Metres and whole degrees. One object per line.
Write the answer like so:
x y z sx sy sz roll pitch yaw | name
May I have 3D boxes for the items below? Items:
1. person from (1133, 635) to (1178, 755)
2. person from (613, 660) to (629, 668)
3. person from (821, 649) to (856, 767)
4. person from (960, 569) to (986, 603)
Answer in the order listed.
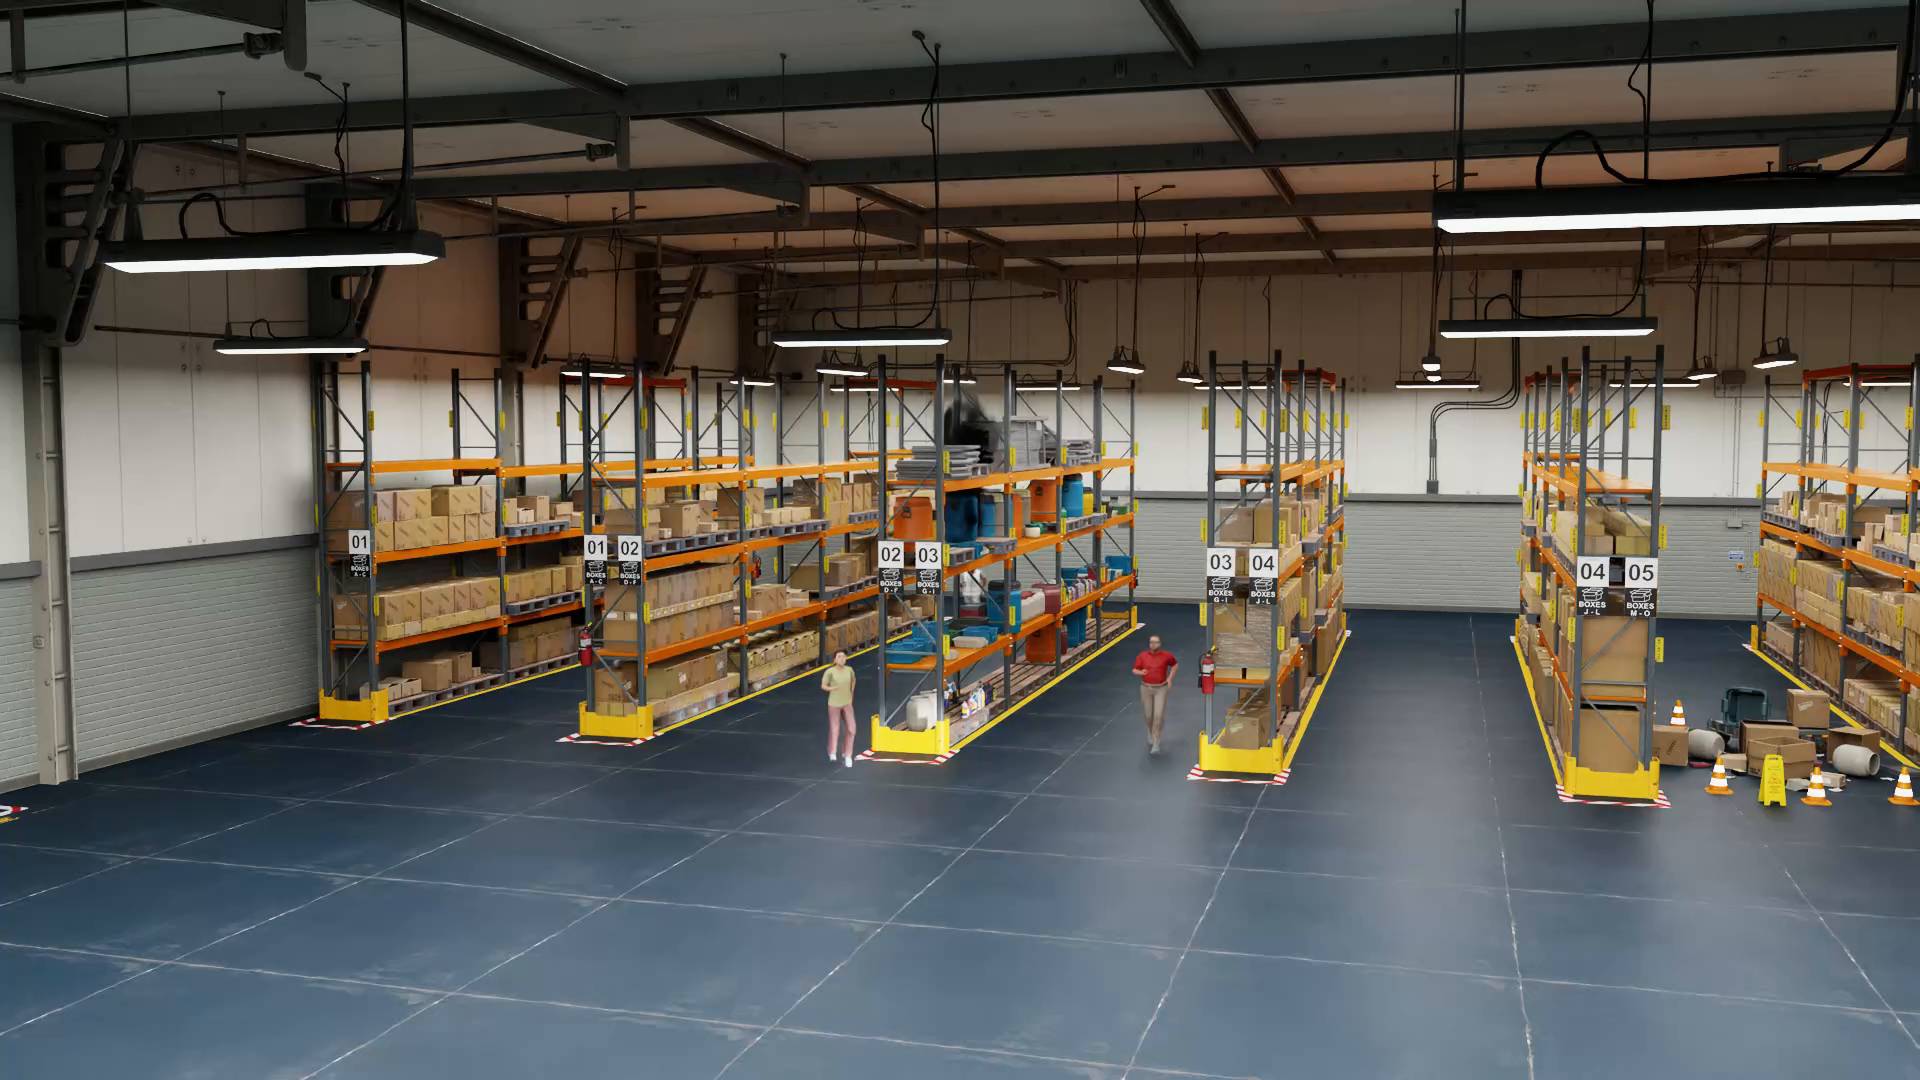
2.944 2.313 25.243 0.661 1.738 0.898 1 4 15 | person
-6.095 1.955 30.425 0.697 1.750 0.672 1 4 15 | person
-1.751 2.447 24.238 0.574 1.722 0.645 -1 4 -20 | person
0.267 1.340 38.900 0.656 1.845 0.784 0 4 6 | person
